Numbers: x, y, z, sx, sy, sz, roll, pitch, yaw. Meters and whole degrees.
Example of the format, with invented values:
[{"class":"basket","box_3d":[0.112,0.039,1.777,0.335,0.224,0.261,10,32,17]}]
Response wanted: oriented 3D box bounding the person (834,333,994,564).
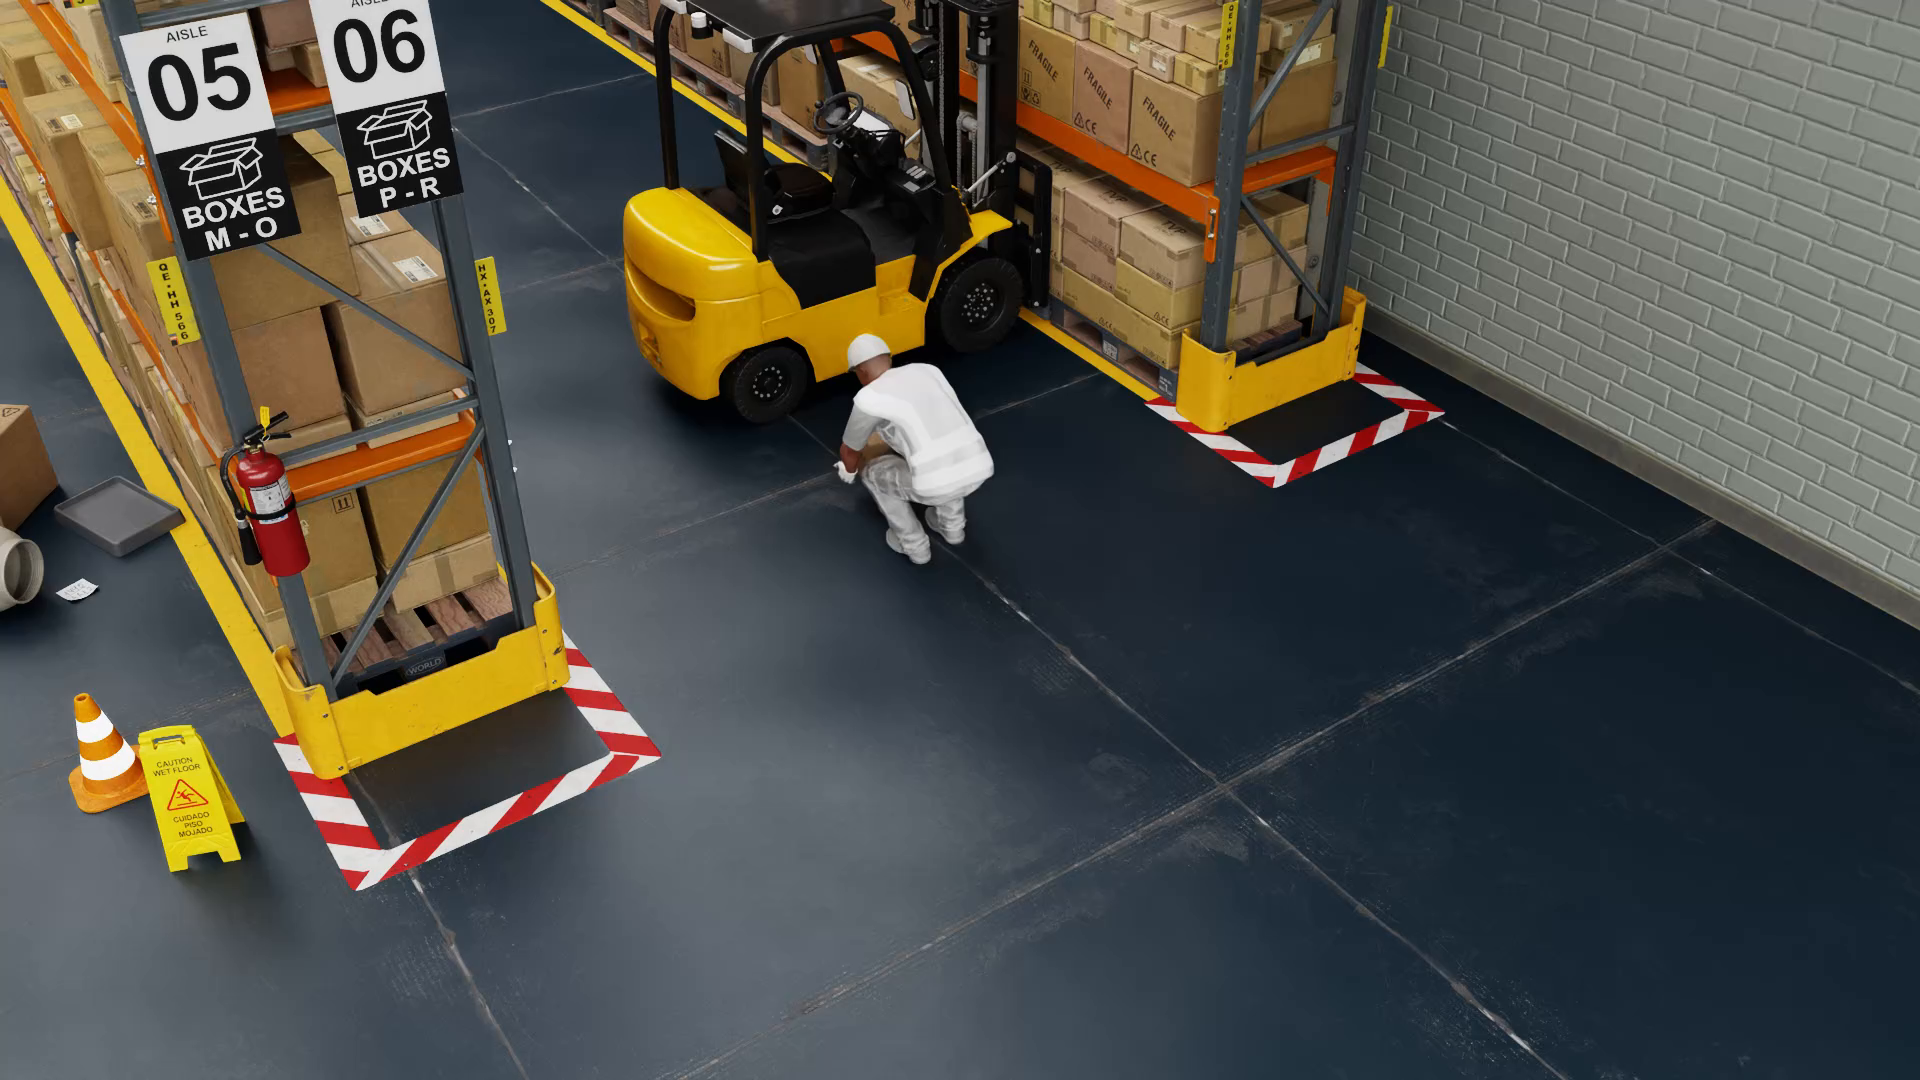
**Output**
[{"class":"person","box_3d":[-0.248,-0.443,8.245,0.571,1.026,0.901,-23,42,-28]}]
